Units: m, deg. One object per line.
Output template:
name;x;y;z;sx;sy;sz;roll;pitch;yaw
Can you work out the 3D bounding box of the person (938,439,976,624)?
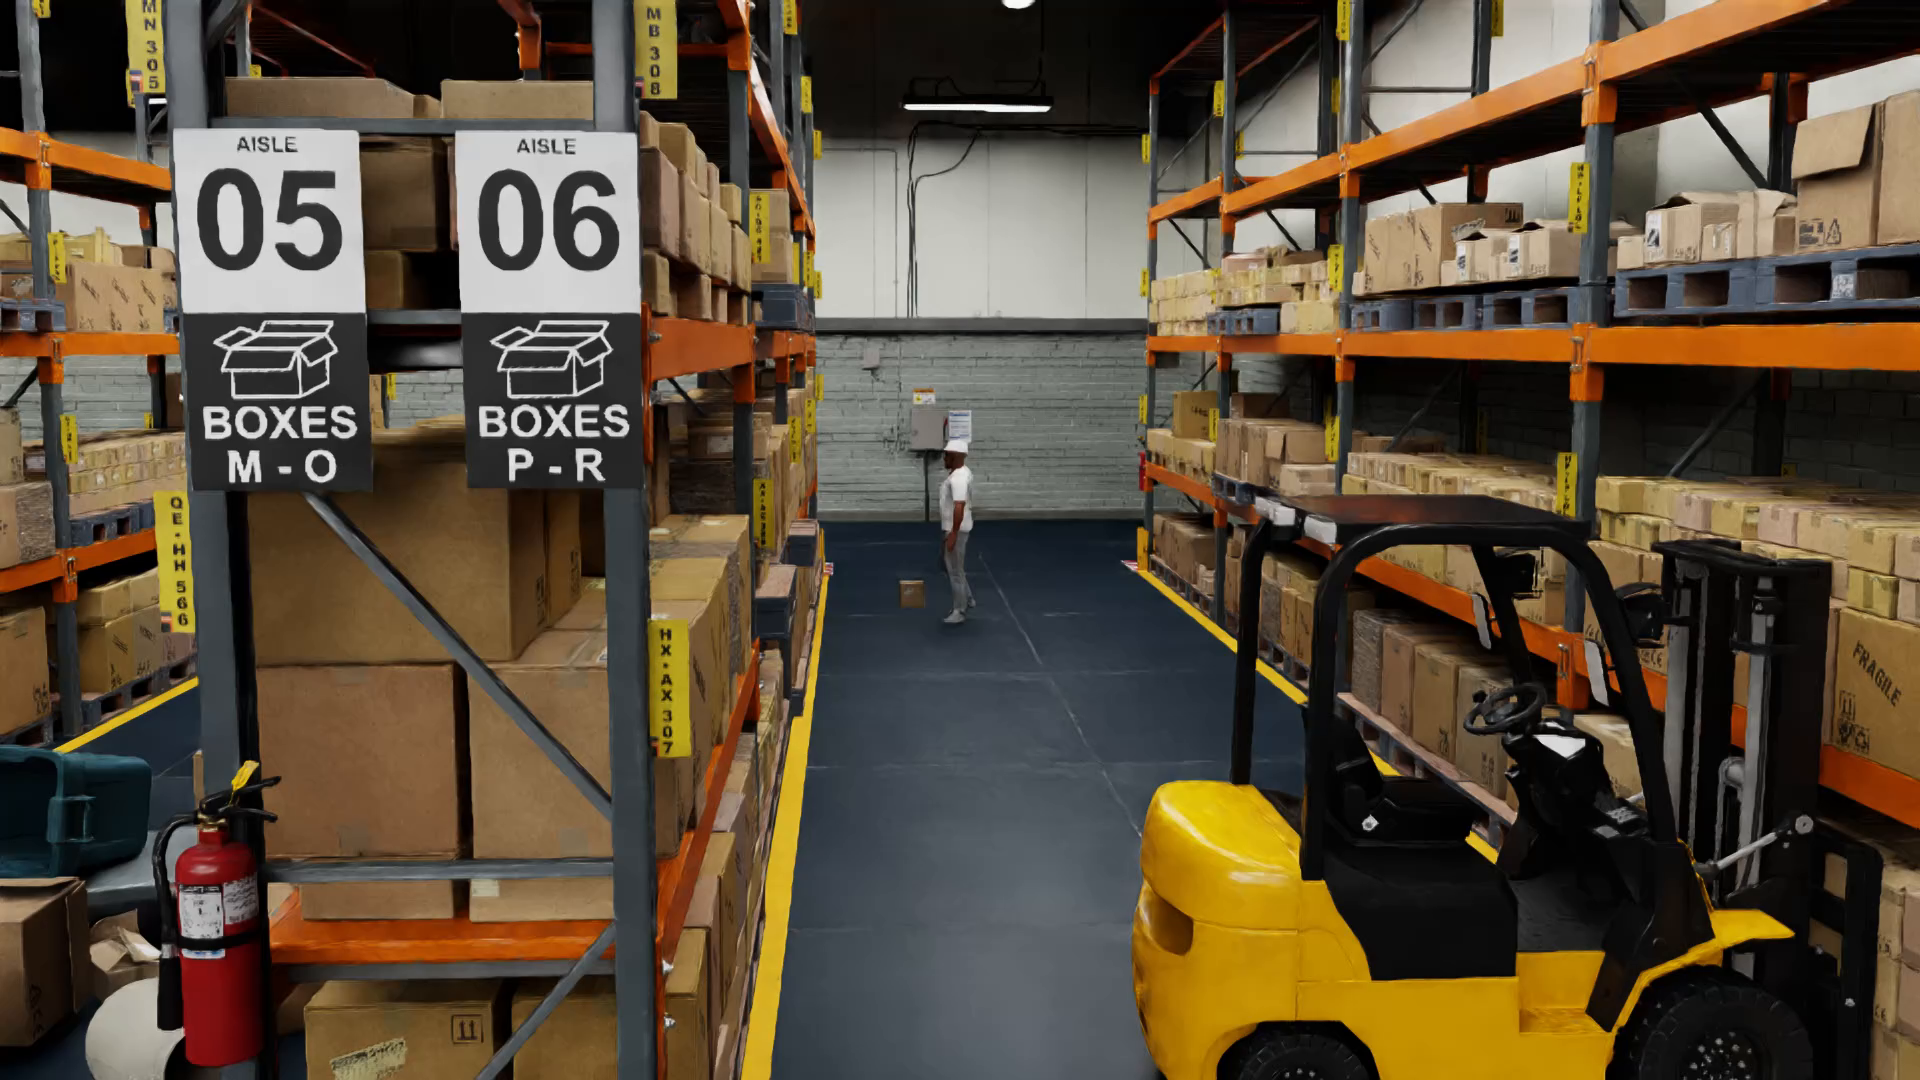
person;-0.030;-0.092;16.257;0.378;1.776;0.682;0;7;1
